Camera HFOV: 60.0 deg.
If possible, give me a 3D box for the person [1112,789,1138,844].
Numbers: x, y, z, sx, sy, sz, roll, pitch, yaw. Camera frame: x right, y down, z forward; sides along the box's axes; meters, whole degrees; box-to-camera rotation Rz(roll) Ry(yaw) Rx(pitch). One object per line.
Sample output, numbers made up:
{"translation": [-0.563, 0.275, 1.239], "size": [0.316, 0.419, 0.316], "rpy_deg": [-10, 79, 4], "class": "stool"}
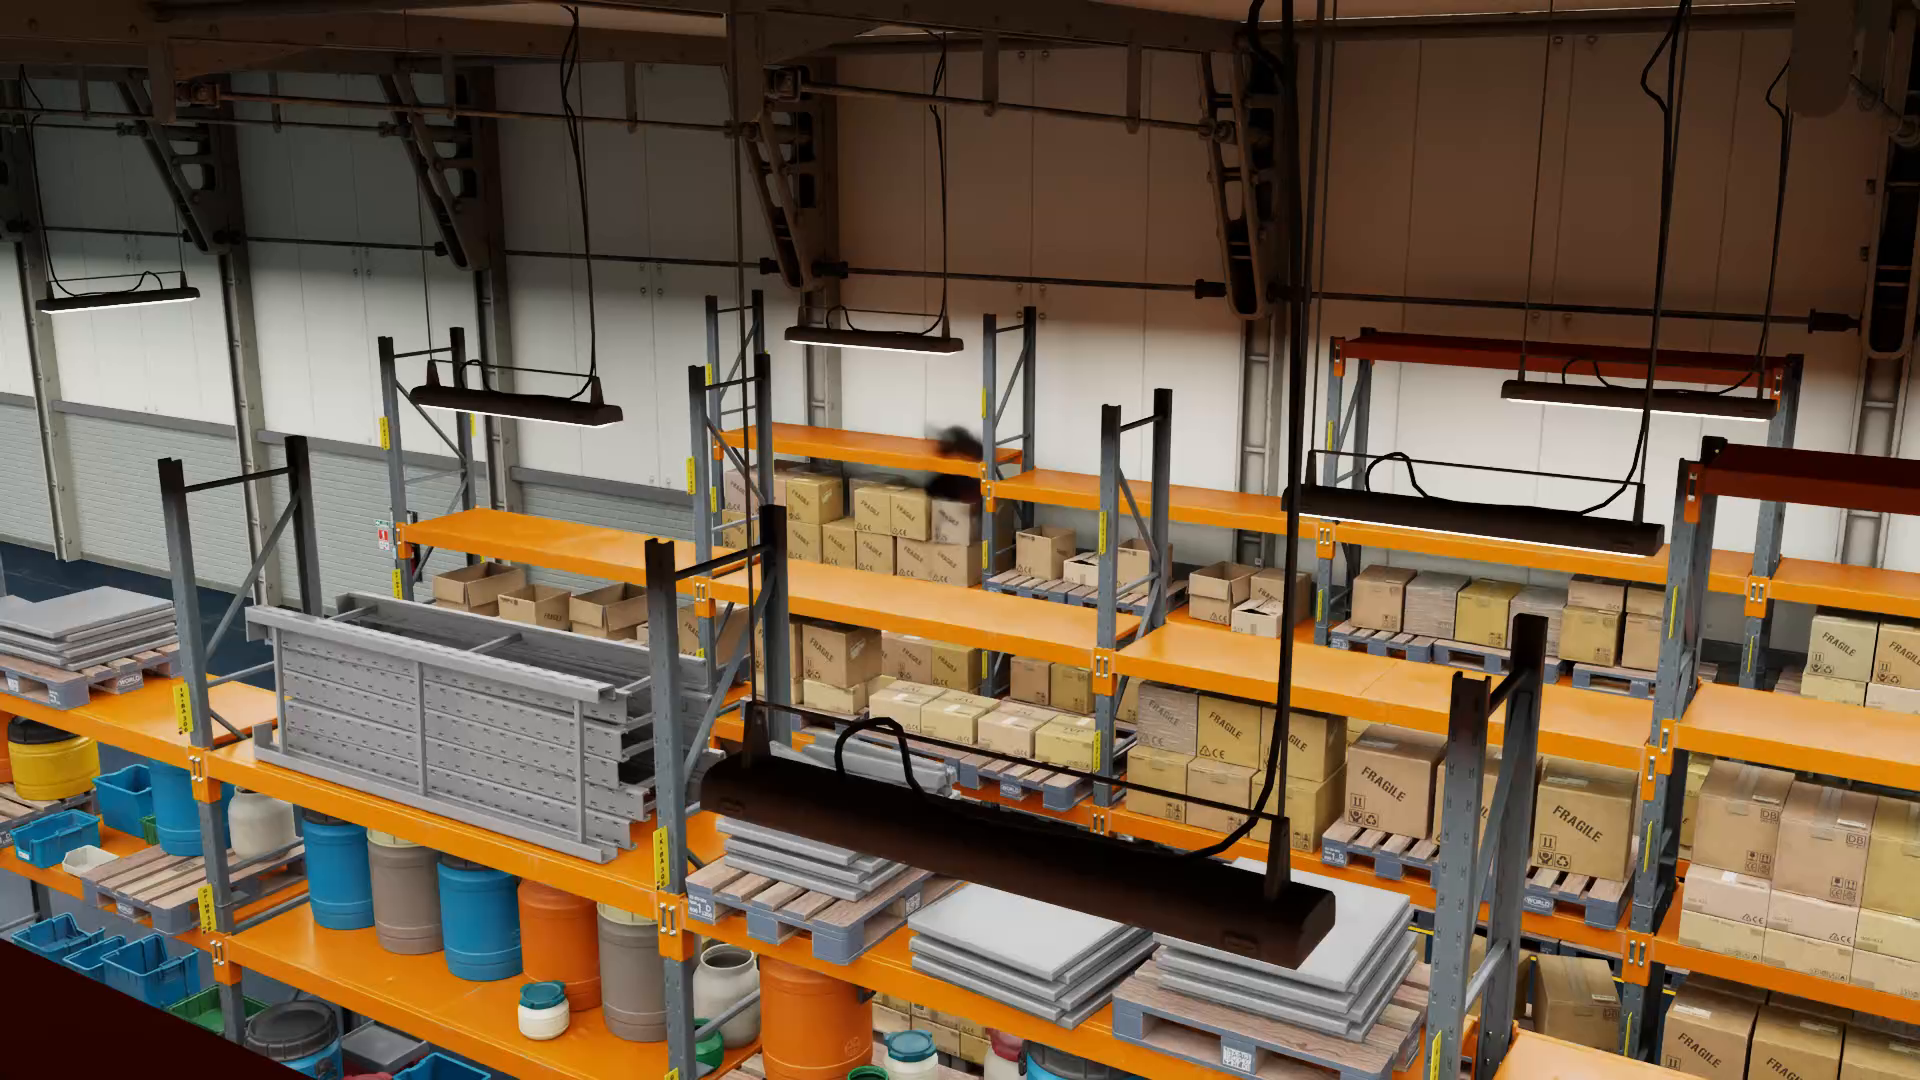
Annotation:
{"translation": [1.548, 3.215, 15.906], "size": [0.779, 1.748, 0.638], "rpy_deg": [9, 17, 34], "class": "person"}
